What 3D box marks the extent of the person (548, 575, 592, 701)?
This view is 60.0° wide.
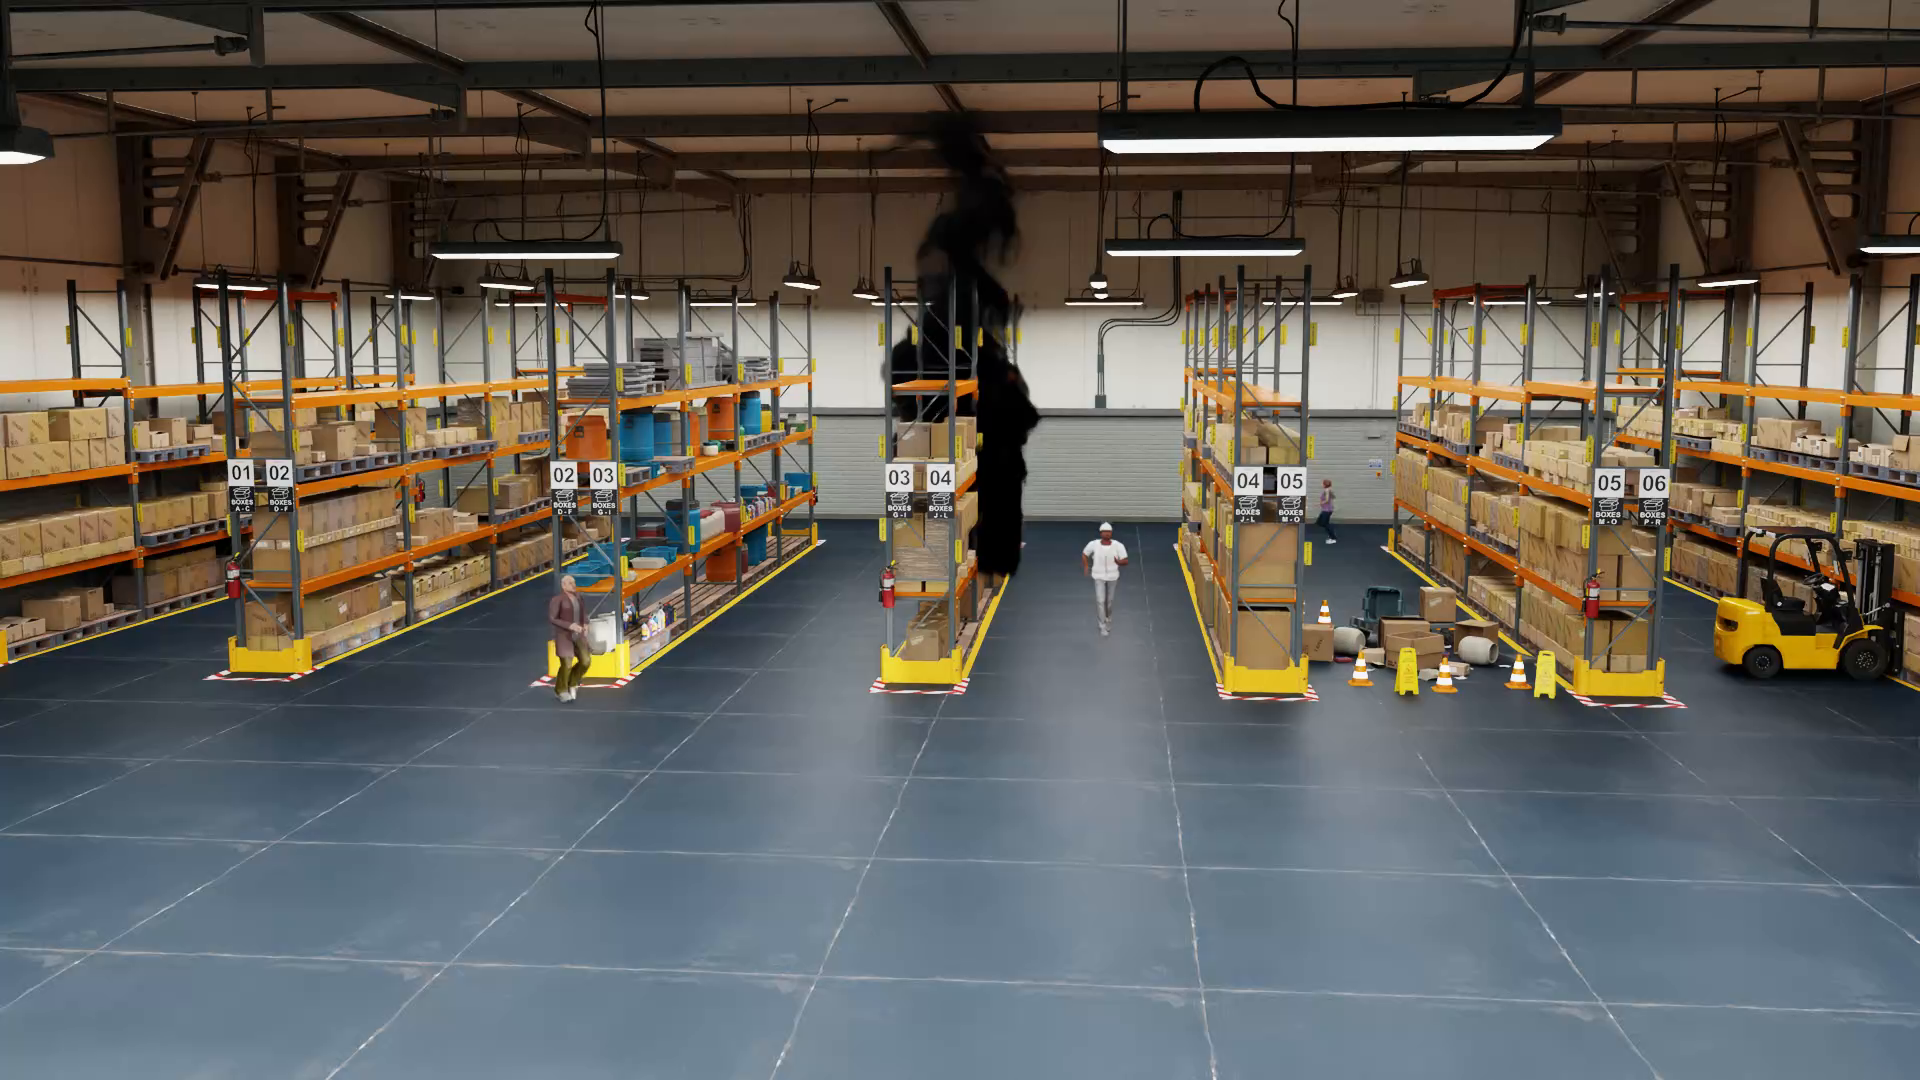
[{"bbox_3d":[-5.342,1.359,22.939,0.694,1.756,0.731,5,9,38],"label":"person"}]

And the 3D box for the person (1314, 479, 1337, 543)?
[{"bbox_3d":[8.933,-0.701,40.626,0.583,1.545,0.541,1,7,11],"label":"person"}]

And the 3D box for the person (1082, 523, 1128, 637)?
[{"bbox_3d":[2.309,0.632,26.338,0.701,1.807,0.923,0,7,-3],"label":"person"}]
